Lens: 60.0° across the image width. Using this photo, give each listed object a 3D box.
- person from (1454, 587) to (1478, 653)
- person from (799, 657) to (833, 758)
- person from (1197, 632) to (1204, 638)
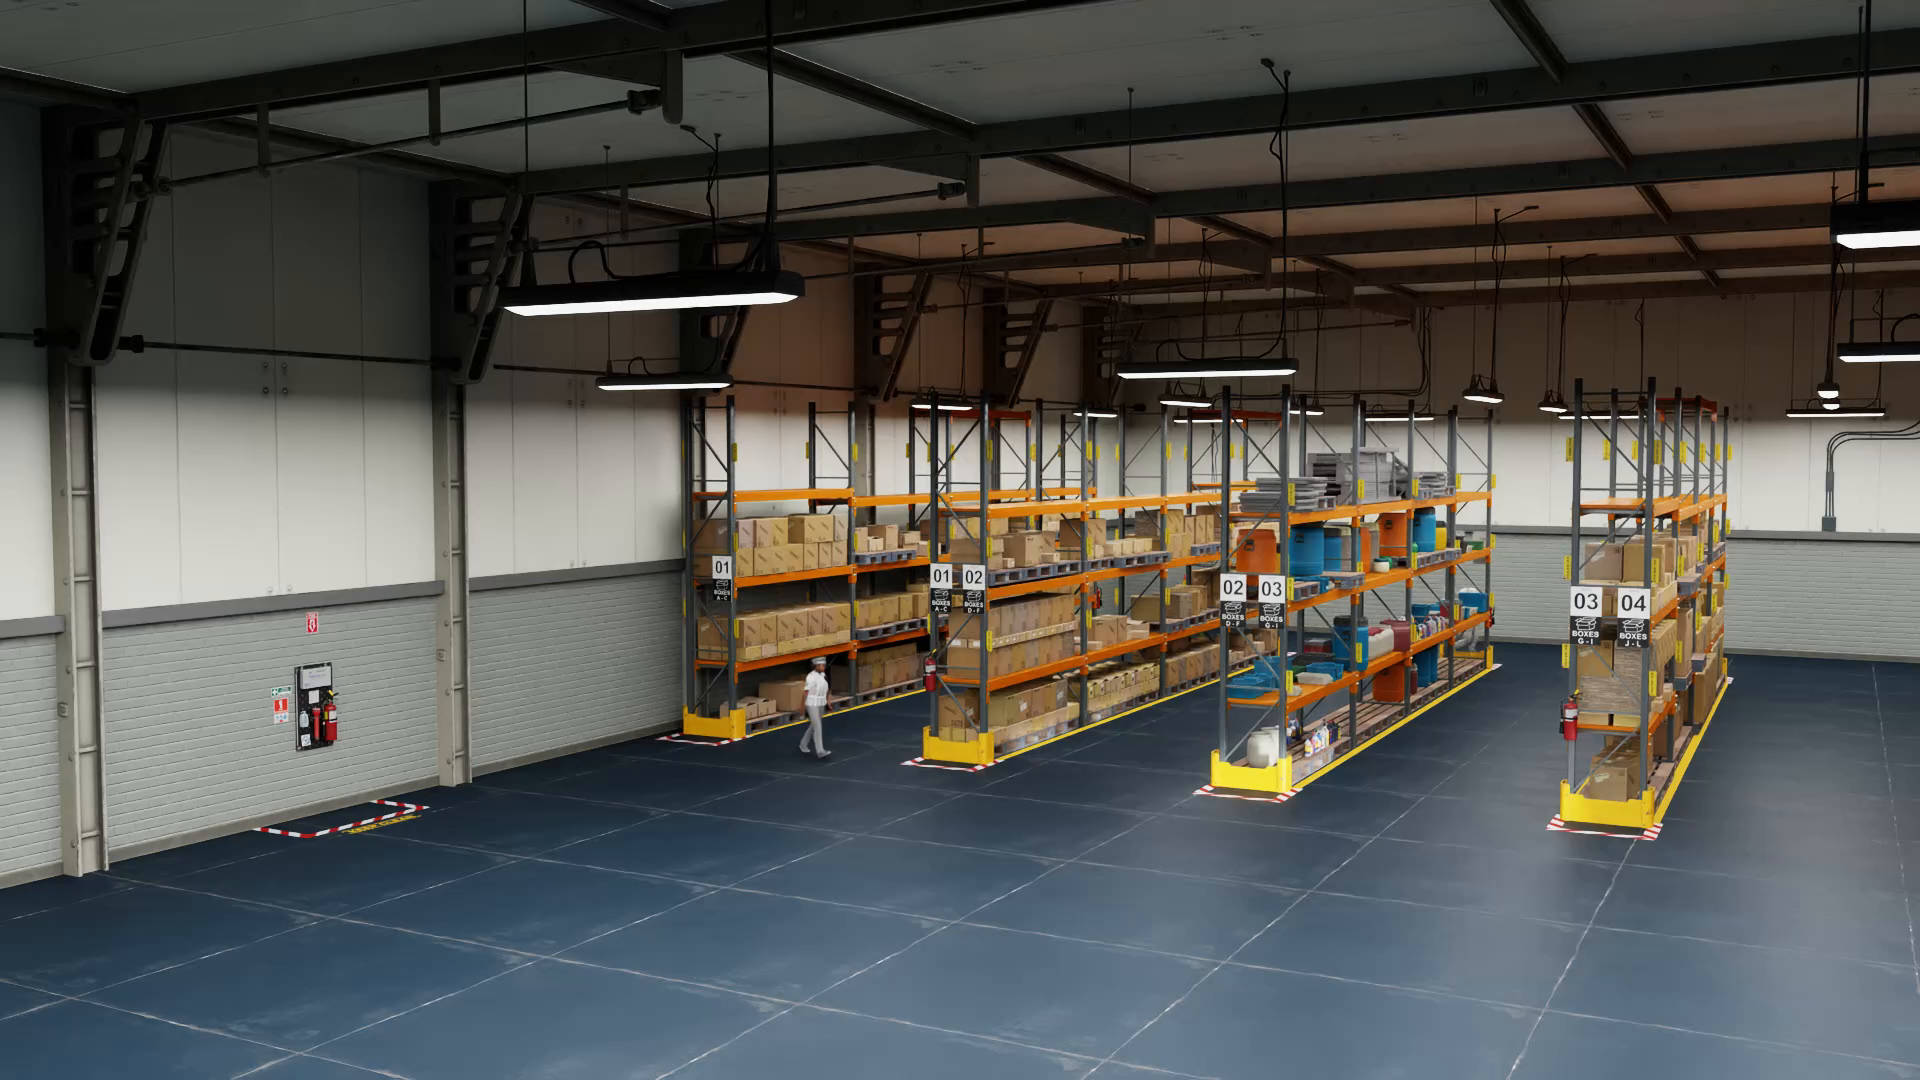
[{"bbox_3d":[12.170,2.019,39.948,0.698,1.777,0.643,2,4,39],"label":"person"},{"bbox_3d":[-2.375,2.748,27.467,0.864,1.638,0.516,2,4,32],"label":"person"},{"bbox_3d":[6.250,1.777,44.282,0.612,1.781,0.703,-3,4,-43],"label":"person"}]
